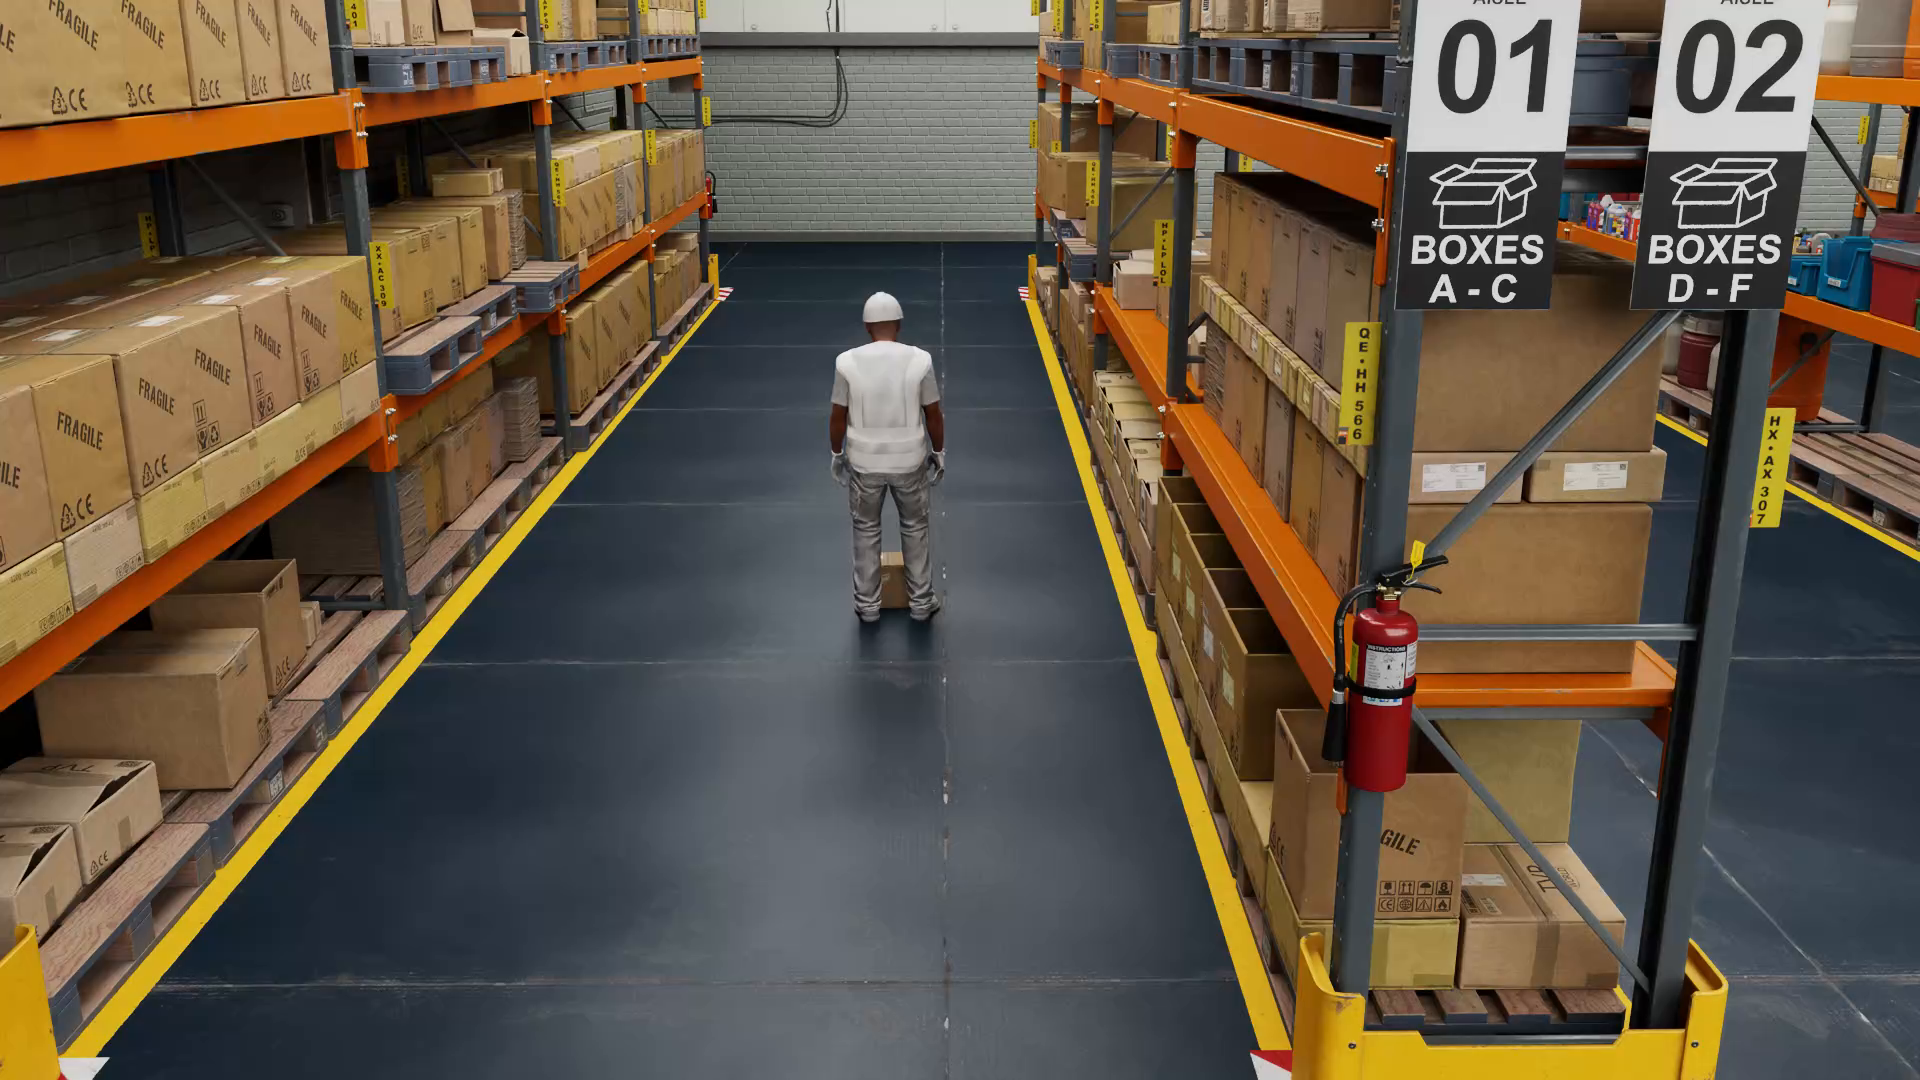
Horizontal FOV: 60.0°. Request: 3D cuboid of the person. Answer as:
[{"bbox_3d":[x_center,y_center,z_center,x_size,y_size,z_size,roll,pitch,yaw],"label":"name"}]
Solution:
[{"bbox_3d":[-0.388,-0.436,8.955,0.617,1.774,0.446,0,17,0],"label":"person"}]
